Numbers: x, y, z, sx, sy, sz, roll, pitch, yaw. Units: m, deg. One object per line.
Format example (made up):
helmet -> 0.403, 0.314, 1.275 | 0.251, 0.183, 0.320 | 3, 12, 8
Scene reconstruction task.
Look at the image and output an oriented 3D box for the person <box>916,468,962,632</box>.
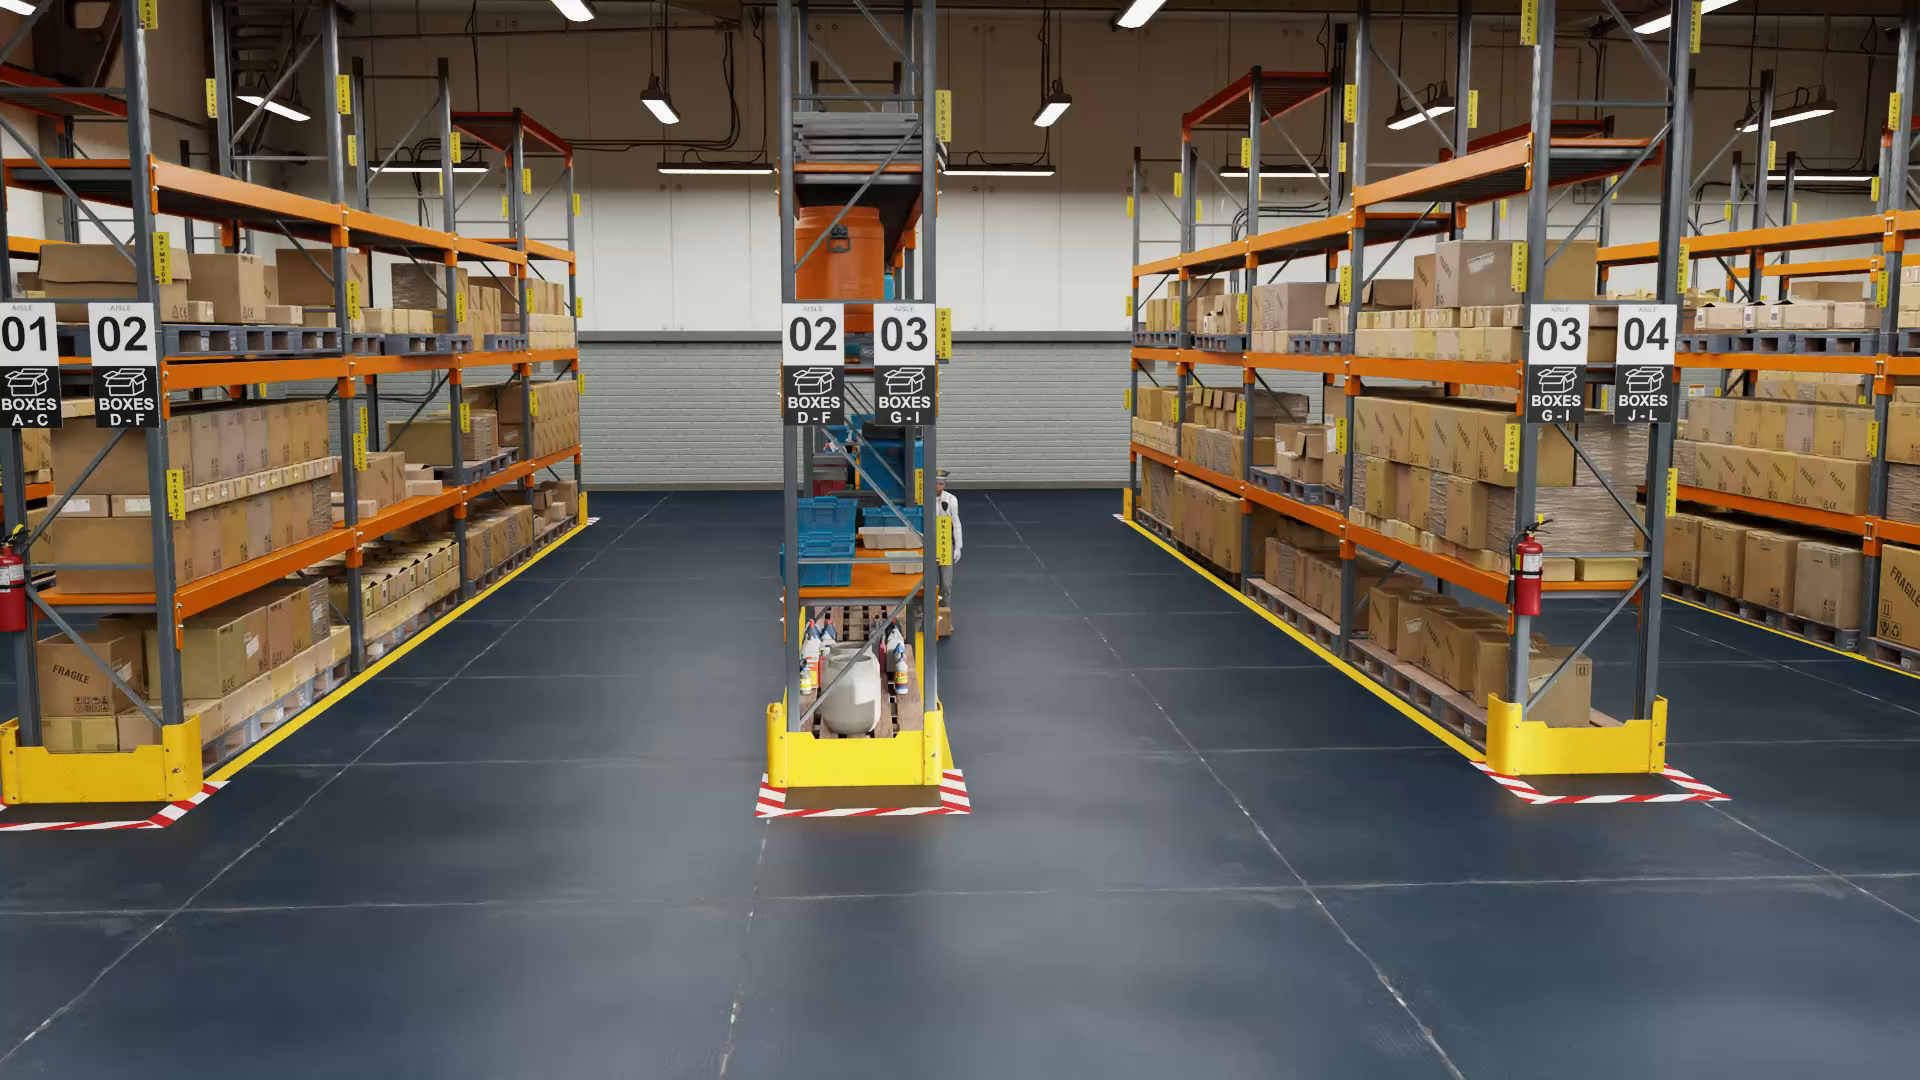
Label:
person -> -0.245, 0.095, 16.965 | 0.537, 1.662, 0.378 | -1, 7, -5
